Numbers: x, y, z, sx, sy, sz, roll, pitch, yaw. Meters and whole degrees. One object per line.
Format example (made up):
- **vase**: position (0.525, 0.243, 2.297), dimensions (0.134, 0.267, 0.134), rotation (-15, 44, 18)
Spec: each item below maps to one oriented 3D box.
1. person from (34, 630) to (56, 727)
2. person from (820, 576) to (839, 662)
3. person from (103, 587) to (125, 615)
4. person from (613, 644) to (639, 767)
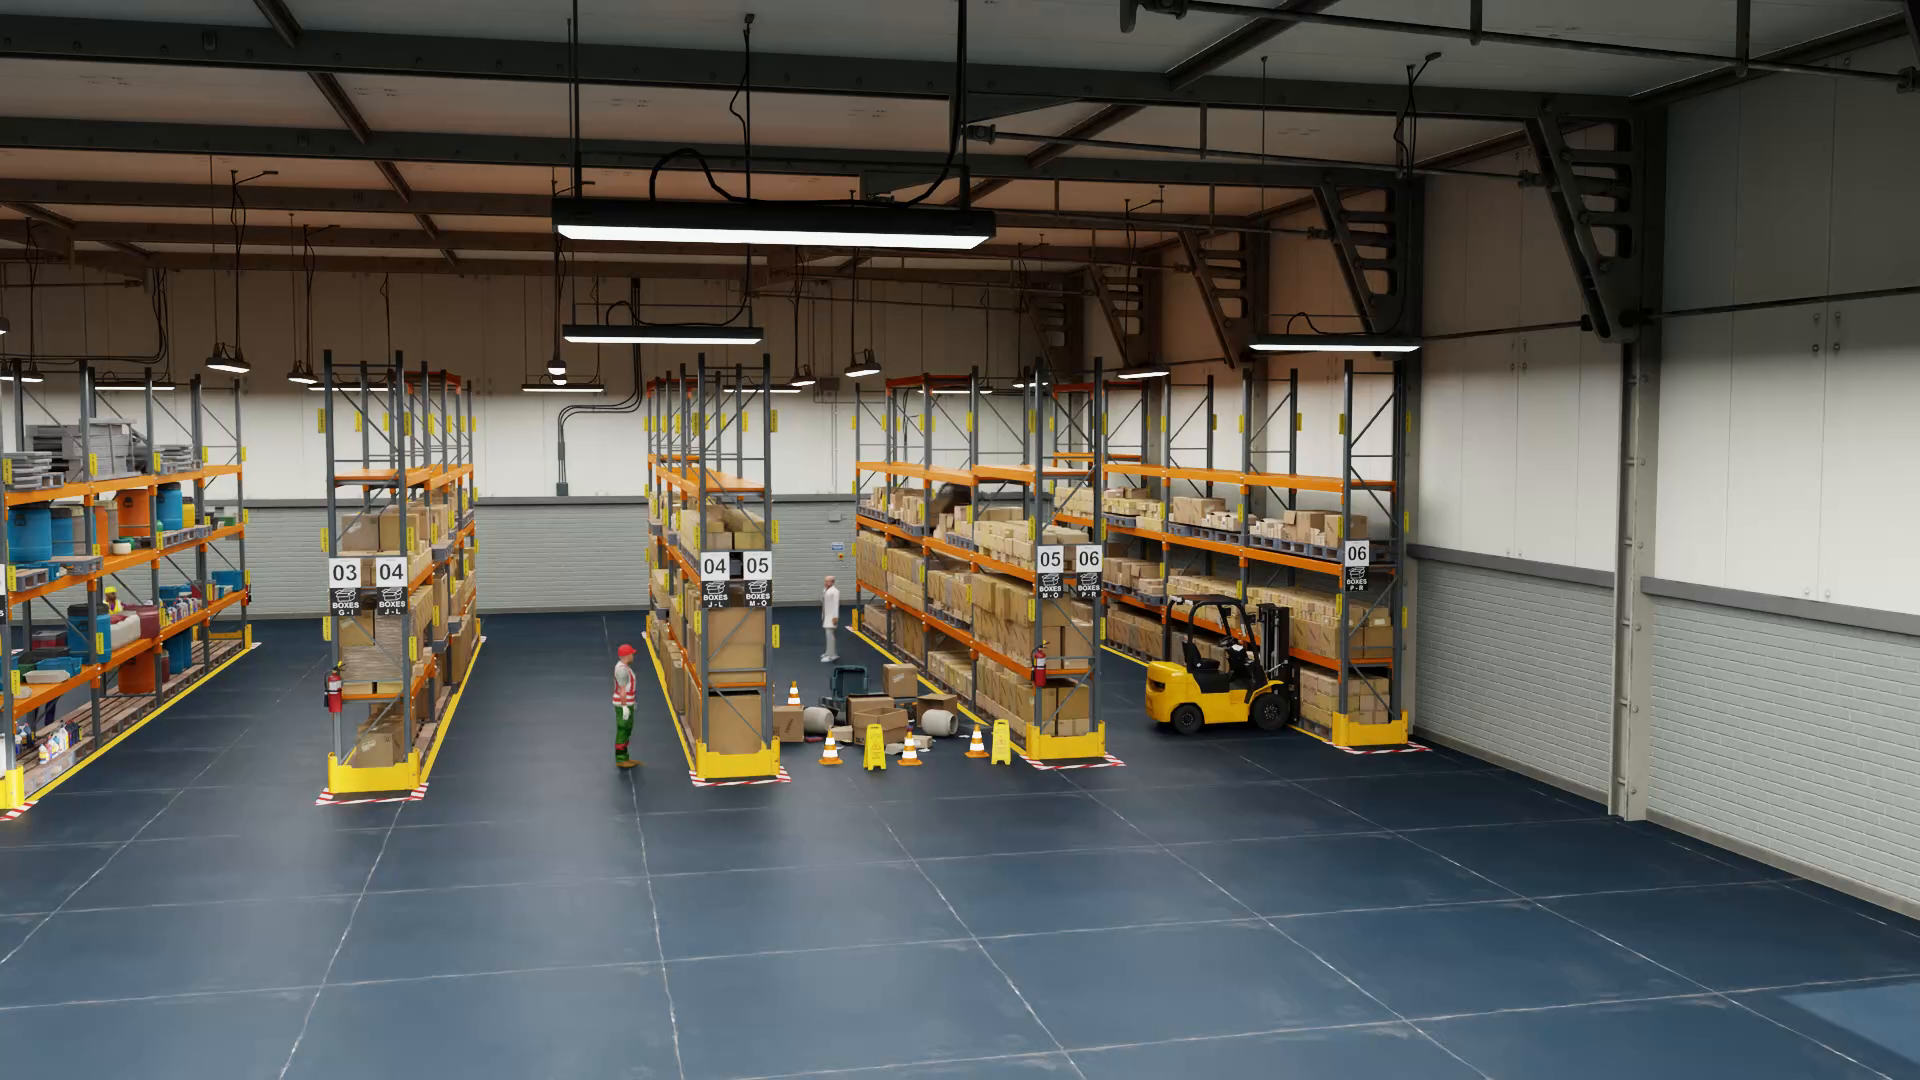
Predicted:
- **person**: position (-14.998, 2.334, 27.181), dimensions (0.382, 1.722, 0.566), rotation (3, 5, 34)
- **person**: position (-2.832, 1.684, 35.435), dimensions (0.499, 1.776, 0.650), rotation (-2, 4, -24)
- **person**: position (-17.088, 1.796, 33.456), dimensions (0.643, 1.713, 1.039), rotation (0, 4, -3)
- **person**: position (-4.889, 2.412, 24.285), dimensions (0.354, 1.794, 0.579), rotation (0, 4, -3)
